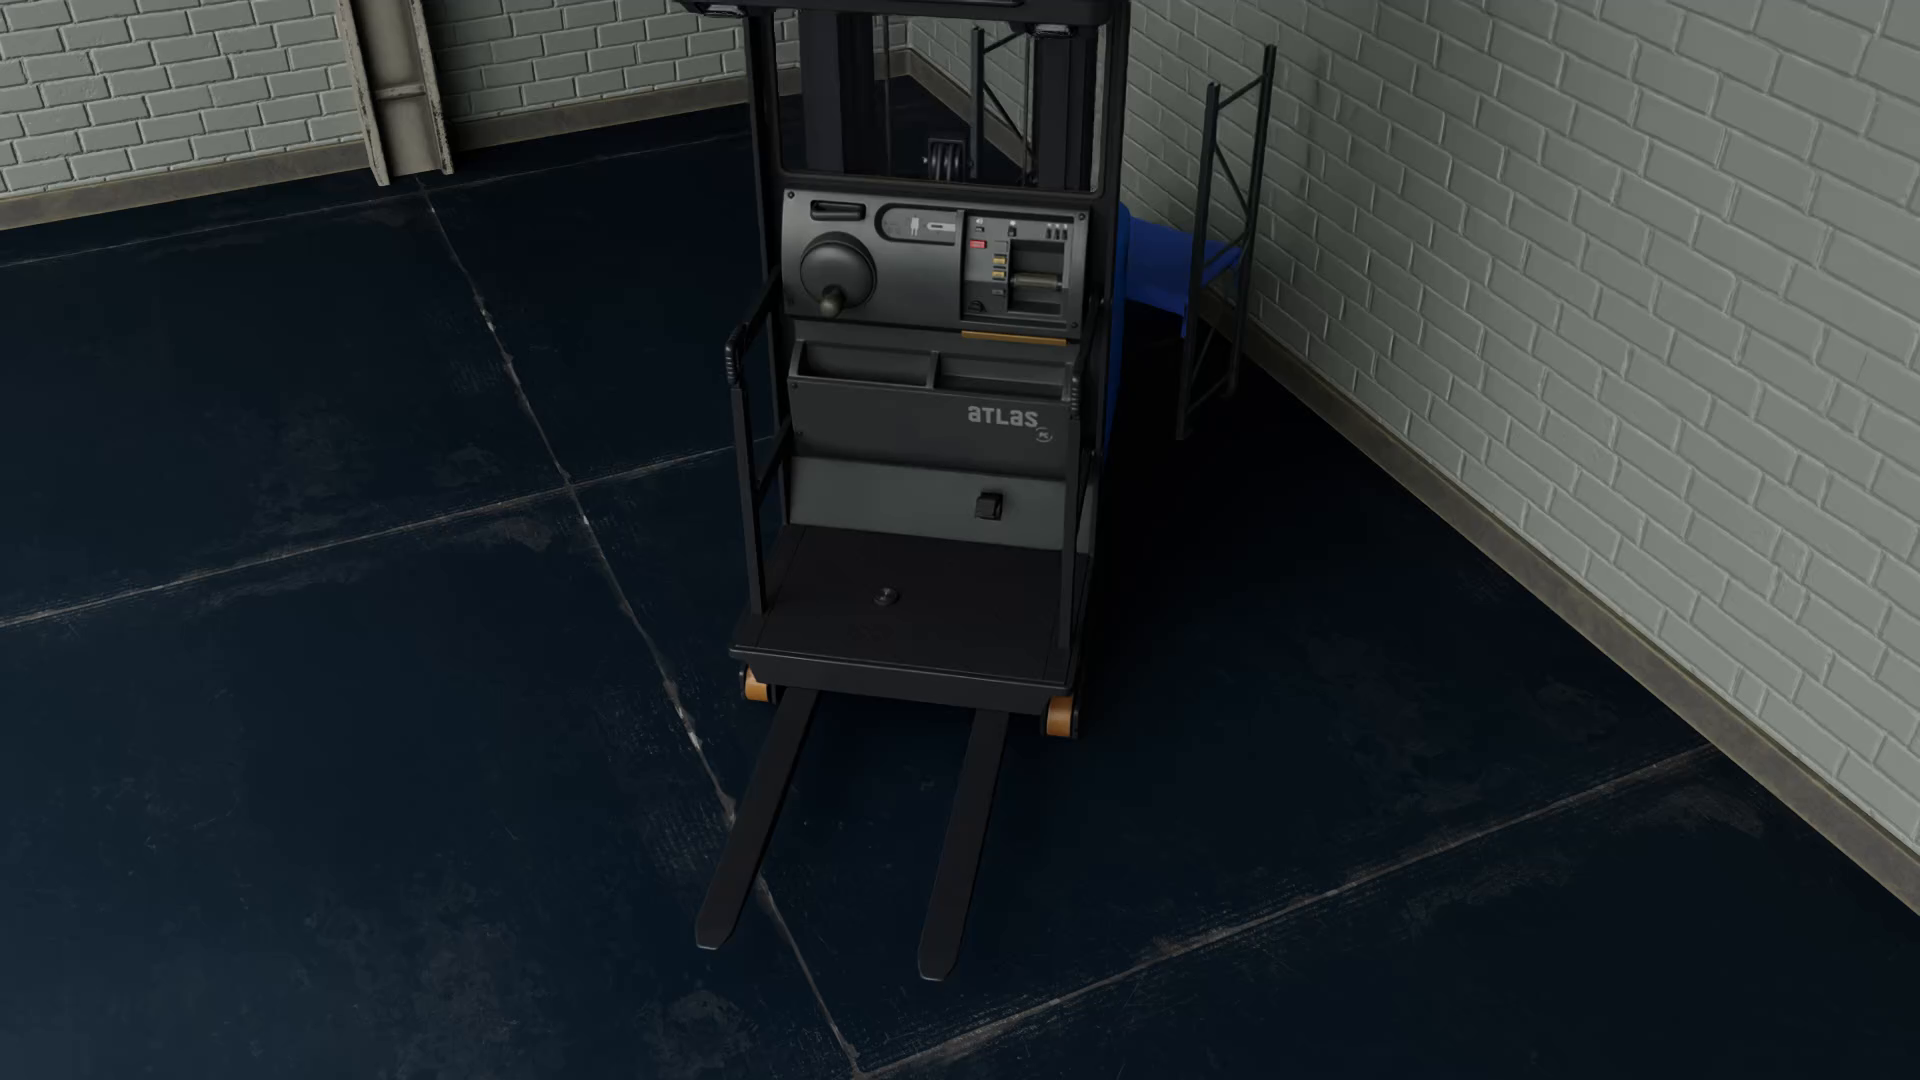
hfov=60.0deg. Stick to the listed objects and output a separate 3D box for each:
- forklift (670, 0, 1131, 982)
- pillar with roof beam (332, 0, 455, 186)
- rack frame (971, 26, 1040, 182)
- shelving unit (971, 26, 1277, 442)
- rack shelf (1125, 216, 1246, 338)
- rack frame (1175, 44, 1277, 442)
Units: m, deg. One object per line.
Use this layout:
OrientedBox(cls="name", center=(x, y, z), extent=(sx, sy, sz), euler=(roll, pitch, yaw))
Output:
OrientedBox(cls="forklift", center=(-0.114, -0.772, 4.831), extent=(1.130, 2.935, 3.031), euler=(6, 37, 8))
OrientedBox(cls="pillar with roof beam", center=(-1.117, -3.290, 3.132), extent=(0.400, 9.000, 9.100), euler=(-16, 39, -20))
OrientedBox(cls="rack frame", center=(0.197, -1.474, 6.979), extent=(0.032, 1.500, 0.500), euler=(22, 42, 27))
OrientedBox(cls="shelving unit", center=(0.615, -1.302, 6.747), extent=(1.048, 1.500, 0.538), euler=(22, 42, 27))
OrientedBox(cls="rack shelf", center=(0.615, -1.158, 6.854), extent=(1.000, 0.185, 0.538), euler=(22, 42, 27))
OrientedBox(cls="rack frame", center=(1.033, -1.130, 6.514), extent=(0.032, 1.500, 0.500), euler=(22, 42, 27))
